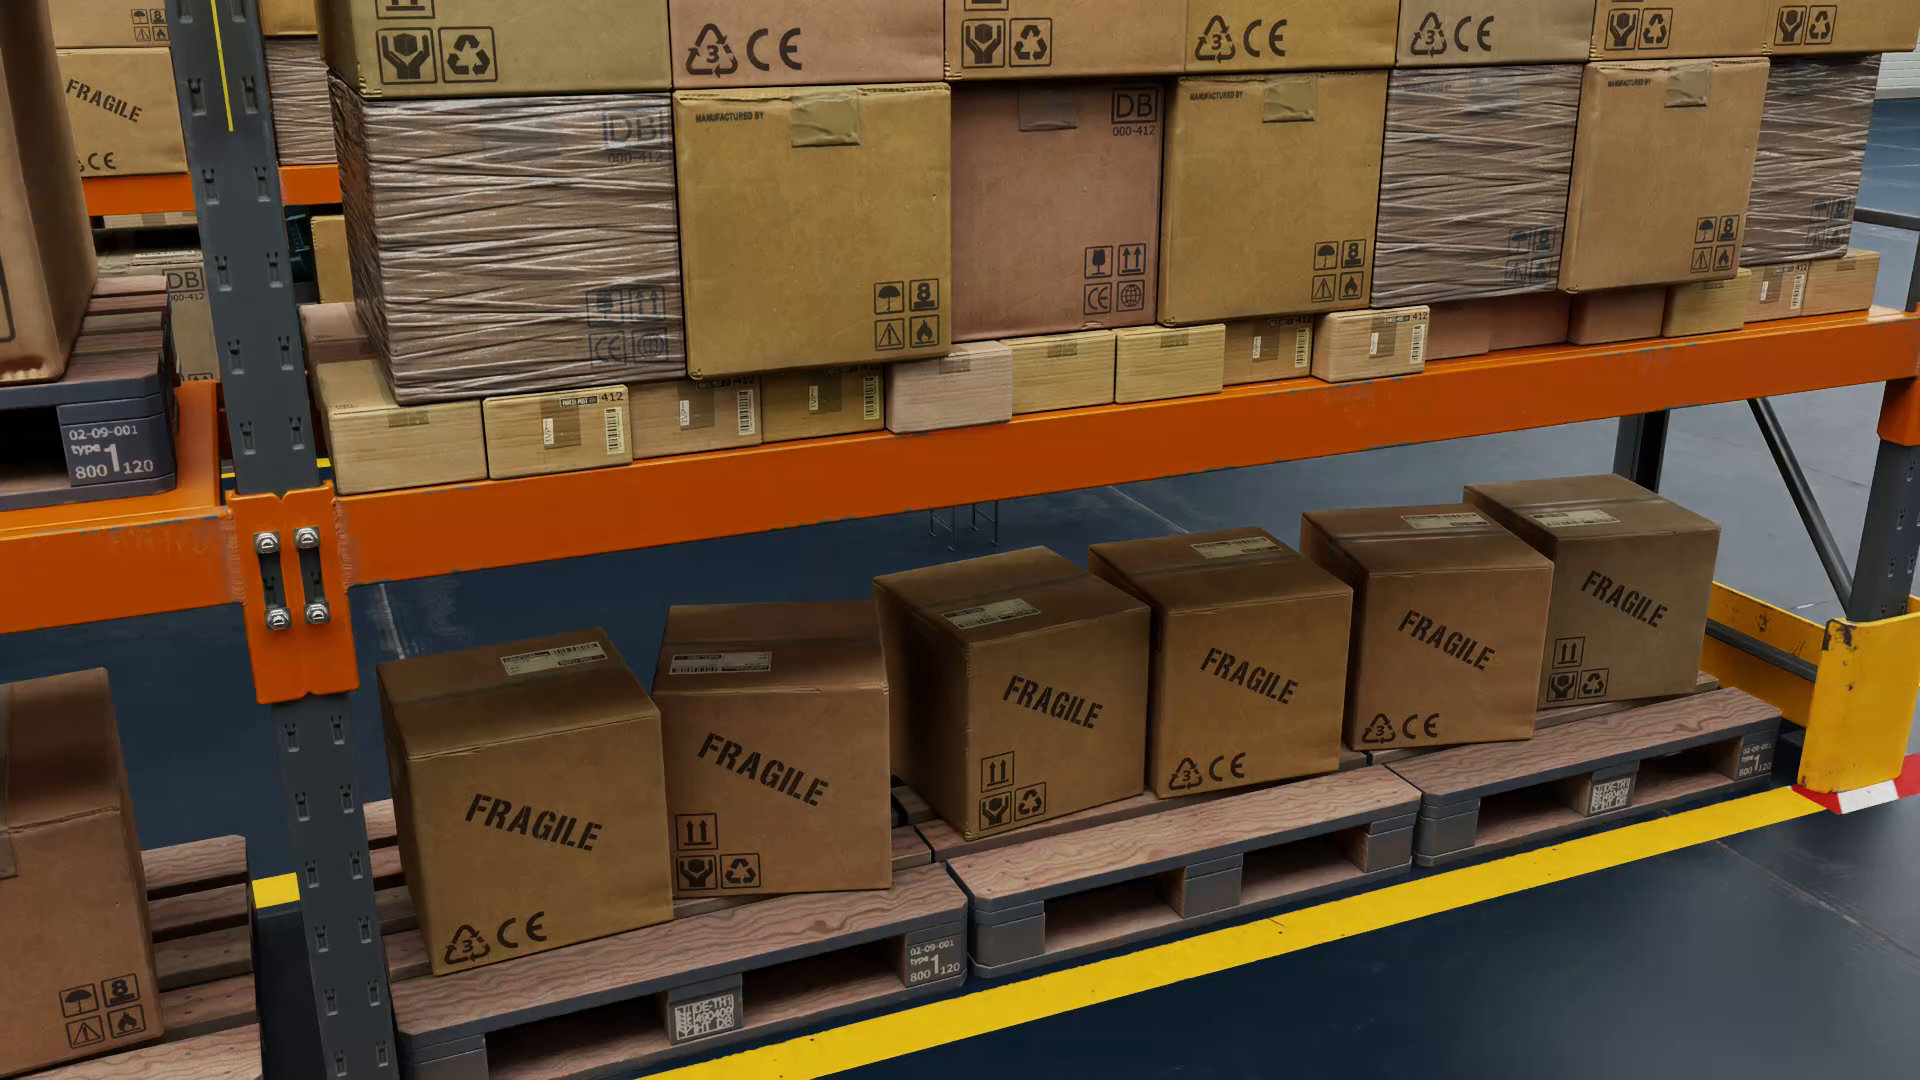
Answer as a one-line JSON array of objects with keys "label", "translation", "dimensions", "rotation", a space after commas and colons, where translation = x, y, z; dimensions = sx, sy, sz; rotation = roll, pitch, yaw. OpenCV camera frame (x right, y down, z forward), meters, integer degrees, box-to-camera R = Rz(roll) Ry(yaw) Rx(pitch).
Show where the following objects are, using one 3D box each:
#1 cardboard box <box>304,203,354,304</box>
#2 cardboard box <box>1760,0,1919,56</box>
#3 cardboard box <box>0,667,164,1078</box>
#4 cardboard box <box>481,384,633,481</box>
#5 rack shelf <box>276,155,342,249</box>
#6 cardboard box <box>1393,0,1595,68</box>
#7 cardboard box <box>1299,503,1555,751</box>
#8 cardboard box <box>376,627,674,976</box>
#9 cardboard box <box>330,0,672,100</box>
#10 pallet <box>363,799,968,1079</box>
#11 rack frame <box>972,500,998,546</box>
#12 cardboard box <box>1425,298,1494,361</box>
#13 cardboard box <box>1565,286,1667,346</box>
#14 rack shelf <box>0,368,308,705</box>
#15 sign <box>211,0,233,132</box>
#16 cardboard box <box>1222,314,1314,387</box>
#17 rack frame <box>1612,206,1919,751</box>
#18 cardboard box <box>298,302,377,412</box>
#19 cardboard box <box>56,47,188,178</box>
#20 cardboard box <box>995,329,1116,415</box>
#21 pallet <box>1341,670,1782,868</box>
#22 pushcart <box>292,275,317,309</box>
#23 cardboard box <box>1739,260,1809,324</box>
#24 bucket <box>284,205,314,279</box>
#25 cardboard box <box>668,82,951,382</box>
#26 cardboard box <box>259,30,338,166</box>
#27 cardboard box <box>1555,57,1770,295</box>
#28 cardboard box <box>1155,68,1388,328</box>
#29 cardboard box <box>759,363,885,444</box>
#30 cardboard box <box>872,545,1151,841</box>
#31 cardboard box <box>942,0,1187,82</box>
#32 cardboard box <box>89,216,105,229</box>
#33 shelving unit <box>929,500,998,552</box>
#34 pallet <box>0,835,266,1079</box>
[{"label": "cardboard box", "translation": [-2.594, -1.181, 7.927], "dimensions": [0.875, 0.875, 0.875], "rotation": [-8, 21, -21]}, {"label": "cardboard box", "translation": [1.939, -1.435, 3.979], "dimensions": [0.500, 0.500, 0.500], "rotation": [-8, 21, -22]}, {"label": "cardboard box", "translation": [-1.899, 0.648, 3.267], "dimensions": [0.500, 0.500, 0.700], "rotation": [-10, 22, -26]}, {"label": "cardboard box", "translation": [-0.776, -0.245, 3.079], "dimensions": [0.250, 0.149, 0.380], "rotation": [-8, 21, -22]}, {"label": "rack shelf", "translation": [-1.362, -1.848, 8.336], "dimensions": [4.000, 0.370, 1.077], "rotation": [-8, 21, -22]}, {"label": "cardboard box", "translation": [1.022, -1.303, 3.602], "dimensions": [0.500, 0.500, 0.500], "rotation": [-8, 21, -22]}, {"label": "cardboard box", "translation": [1.231, 0.223, 4.504], "dimensions": [0.500, 0.500, 0.500], "rotation": [-3, 20, -8]}, {"label": "cardboard box", "translation": [-0.944, 0.543, 3.596], "dimensions": [0.500, 0.500, 0.500], "rotation": [-9, 21, -24]}, {"label": "cardboard box", "translation": [-0.813, -1.039, 2.852], "dimensions": [0.500, 0.500, 0.500], "rotation": [-8, 21, -22]}, {"label": "pallet", "translation": [-0.724, 0.818, 3.880], "dimensions": [1.213, 0.211, 1.003], "rotation": [-8, 21, -22]}, {"label": "rack frame", "translation": [0.097, -0.580, 6.362], "dimensions": [0.006, 1.200, 0.240], "rotation": [-8, 21, -22]}, {"label": "cardboard box", "translation": [1.025, -0.536, 3.905], "dimensions": [0.250, 0.149, 0.380], "rotation": [-8, 21, -22]}, {"label": "cardboard box", "translation": [1.491, -0.596, 4.076], "dimensions": [0.250, 0.149, 0.380], "rotation": [-8, 21, -22]}, {"label": "rack shelf", "translation": [-3.163, 0.205, 2.508], "dimensions": [4.000, 0.370, 1.077], "rotation": [-8, 21, -22]}, {"label": "sign", "translation": [-1.104, -0.775, 2.464], "dimensions": [0.005, 0.325, 0.100], "rotation": [-8, 21, -22]}, {"label": "cardboard box", "translation": [0.573, -0.464, 3.702], "dimensions": [0.250, 0.149, 0.380], "rotation": [-8, 21, -22]}, {"label": "rack frame", "translation": [2.346, -0.924, 4.630], "dimensions": [0.127, 3.000, 1.000], "rotation": [-8, 21, -22]}, {"label": "cardboard box", "translation": [-1.246, -0.397, 3.512], "dimensions": [0.250, 0.149, 0.380], "rotation": [-8, 21, -22]}, {"label": "cardboard box", "translation": [-3.572, -1.821, 7.026], "dimensions": [0.500, 0.500, 0.500], "rotation": [-8, 21, -22]}, {"label": "cardboard box", "translation": [0.128, -0.388, 3.485], "dimensions": [0.250, 0.149, 0.380], "rotation": [-8, 21, -22]}, {"label": "pallet", "translation": [1.516, 0.497, 4.792], "dimensions": [1.213, 0.211, 1.003], "rotation": [-8, 21, -22]}, {"label": "pushcart", "translation": [-4.303, -1.494, 10.198], "dimensions": [0.936, 0.377, 1.648], "rotation": [-17, 26, -40]}, {"label": "cardboard box", "translation": [1.936, -0.672, 4.294], "dimensions": [0.250, 0.149, 0.380], "rotation": [-8, 21, -22]}, {"label": "bucket", "translation": [-3.987, -1.818, 9.808], "dimensions": [0.620, 0.611, 0.726], "rotation": [-11, 20, 0]}, {"label": "cardboard box", "translation": [-0.416, -0.681, 3.340], "dimensions": [0.500, 0.500, 0.875], "rotation": [-8, 21, -22]}, {"label": "cardboard box", "translation": [-2.865, -2.047, 7.592], "dimensions": [0.550, 0.550, 0.875], "rotation": [-8, 21, -22]}, {"label": "cardboard box", "translation": [1.418, -0.945, 4.092], "dimensions": [0.500, 0.500, 0.875], "rotation": [-8, 21, -22]}, {"label": "cardboard box", "translation": [0.478, -0.830, 3.766], "dimensions": [0.500, 0.500, 0.875], "rotation": [-8, 21, -22]}, {"label": "cardboard box", "translation": [-0.331, -0.322, 3.298], "dimensions": [0.250, 0.149, 0.380], "rotation": [-8, 21, -22]}, {"label": "cardboard box", "translation": [0.118, 0.359, 4.116], "dimensions": [0.500, 0.500, 0.500], "rotation": [-10, 22, -27]}, {"label": "cardboard box", "translation": [0.105, -1.171, 3.226], "dimensions": [0.500, 0.500, 0.500], "rotation": [-8, 21, -22]}, {"label": "cardboard box", "translation": [-6.392, -2.213, 11.616], "dimensions": [0.625, 0.372, 0.950], "rotation": [-7, 21, -19]}, {"label": "shelving unit", "translation": [0.013, -0.568, 6.328], "dimensions": [0.189, 1.200, 0.258], "rotation": [-8, 21, -22]}, {"label": "pallet", "translation": [-2.041, 1.020, 3.307], "dimensions": [1.213, 0.211, 1.003], "rotation": [-8, 21, -22]}]
